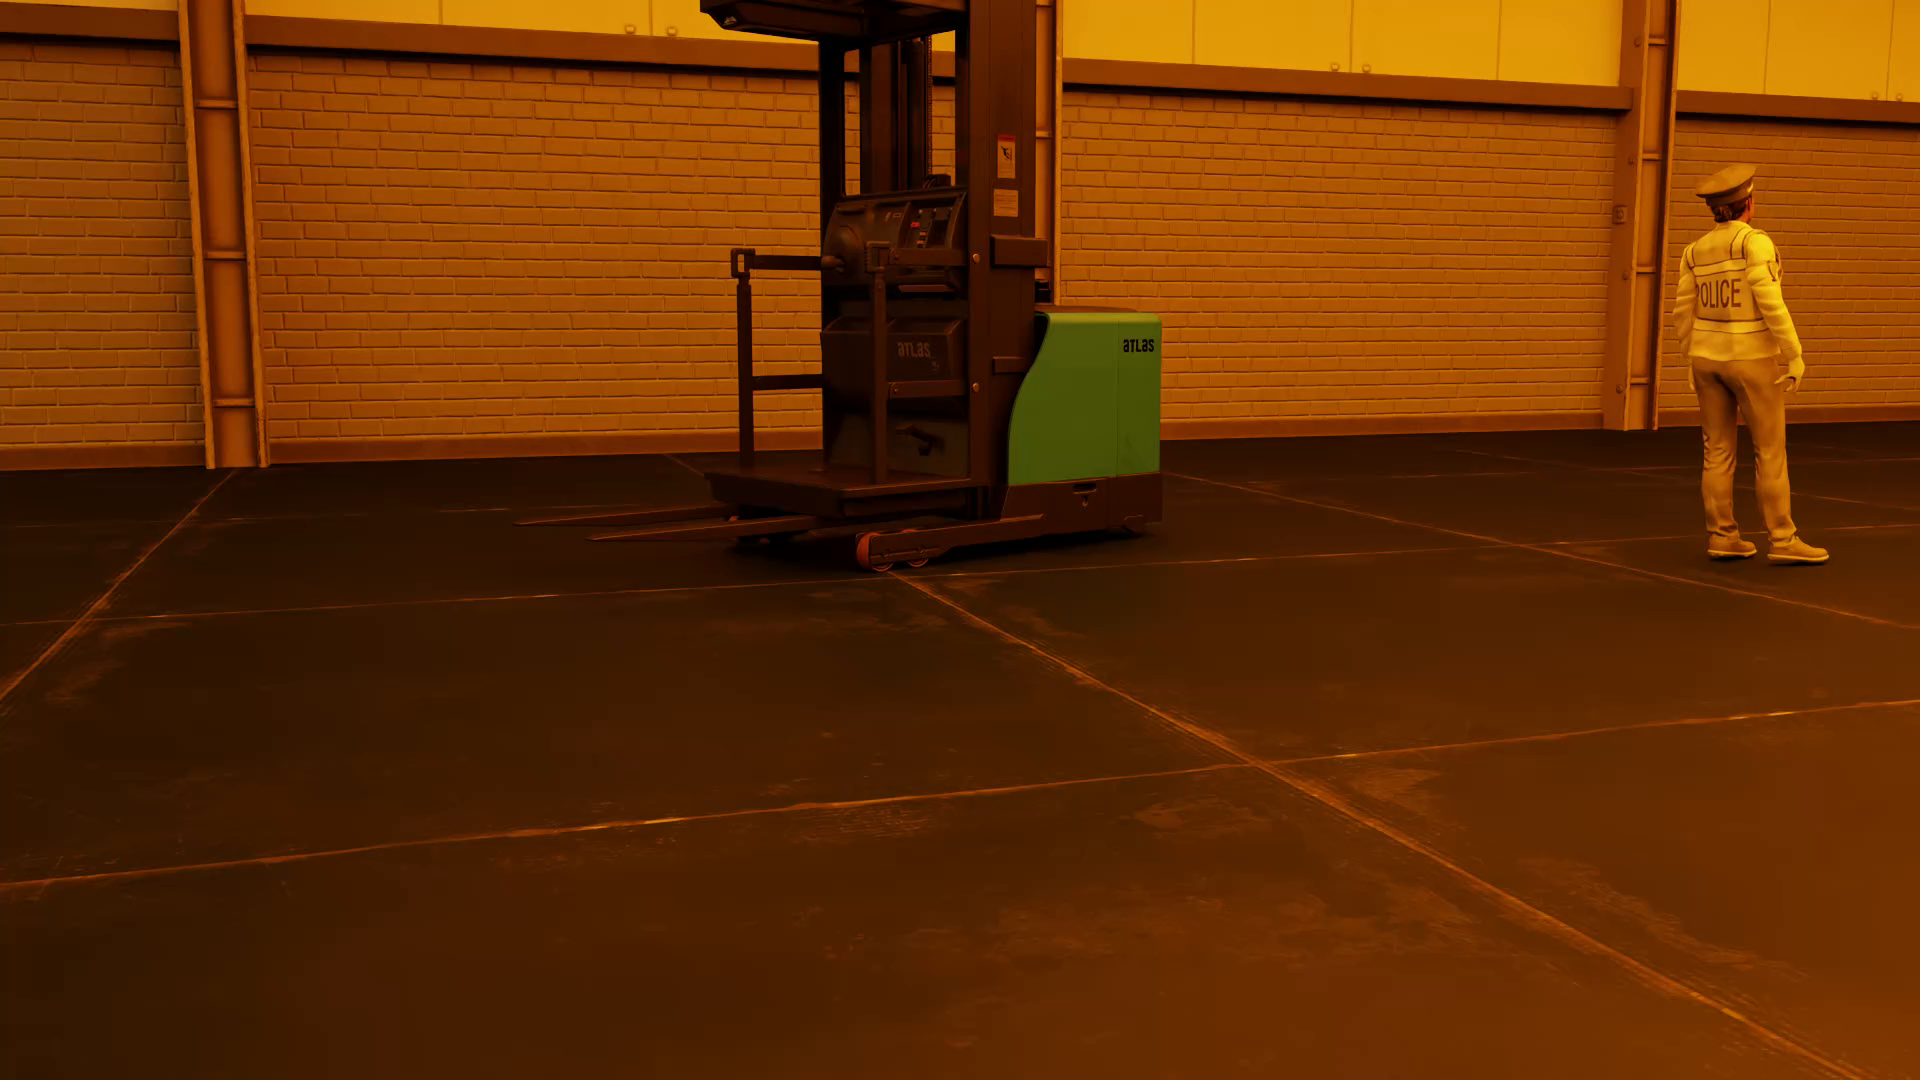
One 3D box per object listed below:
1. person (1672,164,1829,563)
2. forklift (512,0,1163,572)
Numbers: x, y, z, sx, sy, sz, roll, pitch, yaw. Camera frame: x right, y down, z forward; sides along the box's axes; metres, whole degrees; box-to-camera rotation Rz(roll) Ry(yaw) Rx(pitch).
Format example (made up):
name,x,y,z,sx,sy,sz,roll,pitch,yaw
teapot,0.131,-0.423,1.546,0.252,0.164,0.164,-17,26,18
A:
name,x,y,z,sx,sy,sz,roll,pitch,yaw
person,3.406,-0.764,7.196,0.531,1.694,0.588,-4,9,-25
forklift,-0.461,-1.399,7.333,3.031,2.935,1.130,-7,10,-40
